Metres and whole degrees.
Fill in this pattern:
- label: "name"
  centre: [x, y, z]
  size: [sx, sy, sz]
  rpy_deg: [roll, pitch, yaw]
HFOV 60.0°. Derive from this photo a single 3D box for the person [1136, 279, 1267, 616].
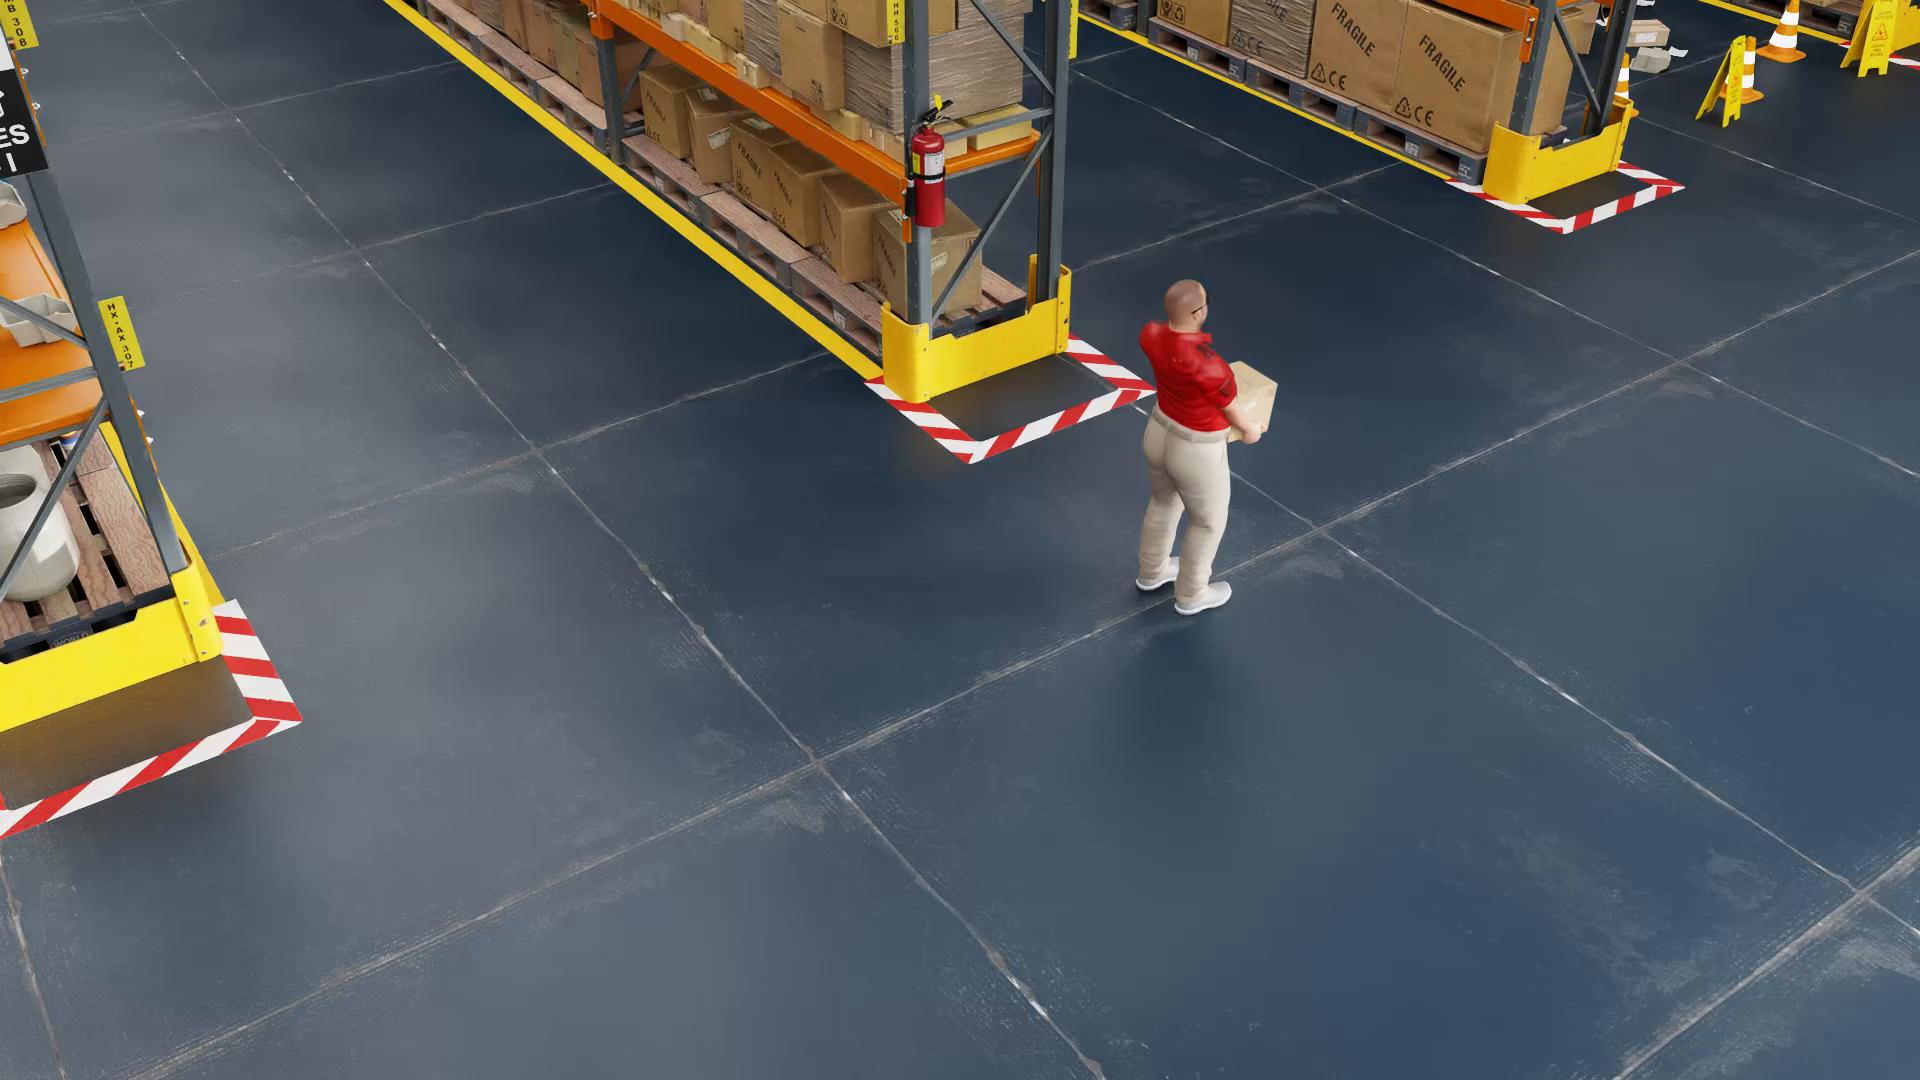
- label: "person"
  centre: [1.103, -0.458, 7.654]
  size: [0.531, 1.712, 0.493]
  rpy_deg: [-22, 42, -27]
